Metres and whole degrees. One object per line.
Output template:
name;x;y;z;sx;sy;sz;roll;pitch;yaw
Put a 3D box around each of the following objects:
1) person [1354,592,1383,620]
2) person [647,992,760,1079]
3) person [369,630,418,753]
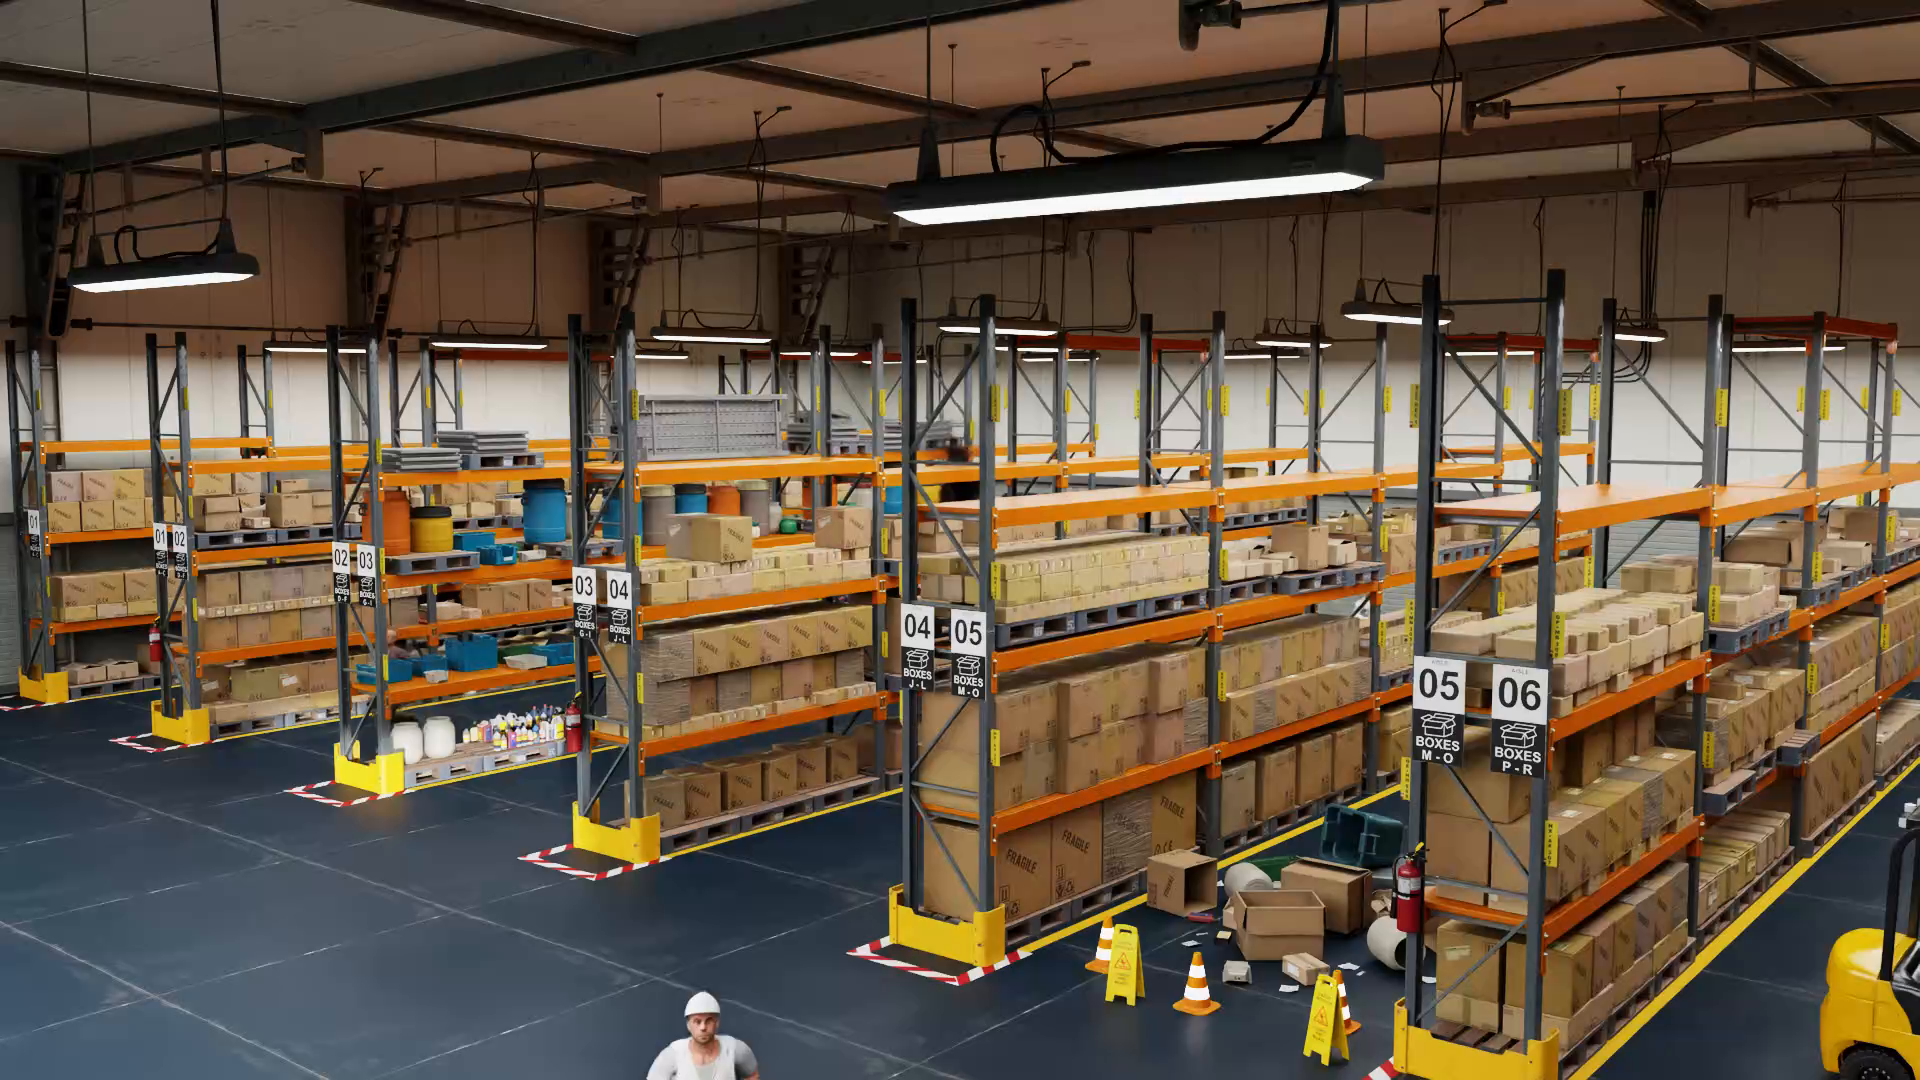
person;7.439;1.611;30.152;0.618;1.690;0.861;-1;5;-8
person;-1.466;3.431;9.503;0.663;1.757;0.782;-1;5;-11
person;-8.190;2.156;23.961;0.712;1.746;0.738;2;6;24
